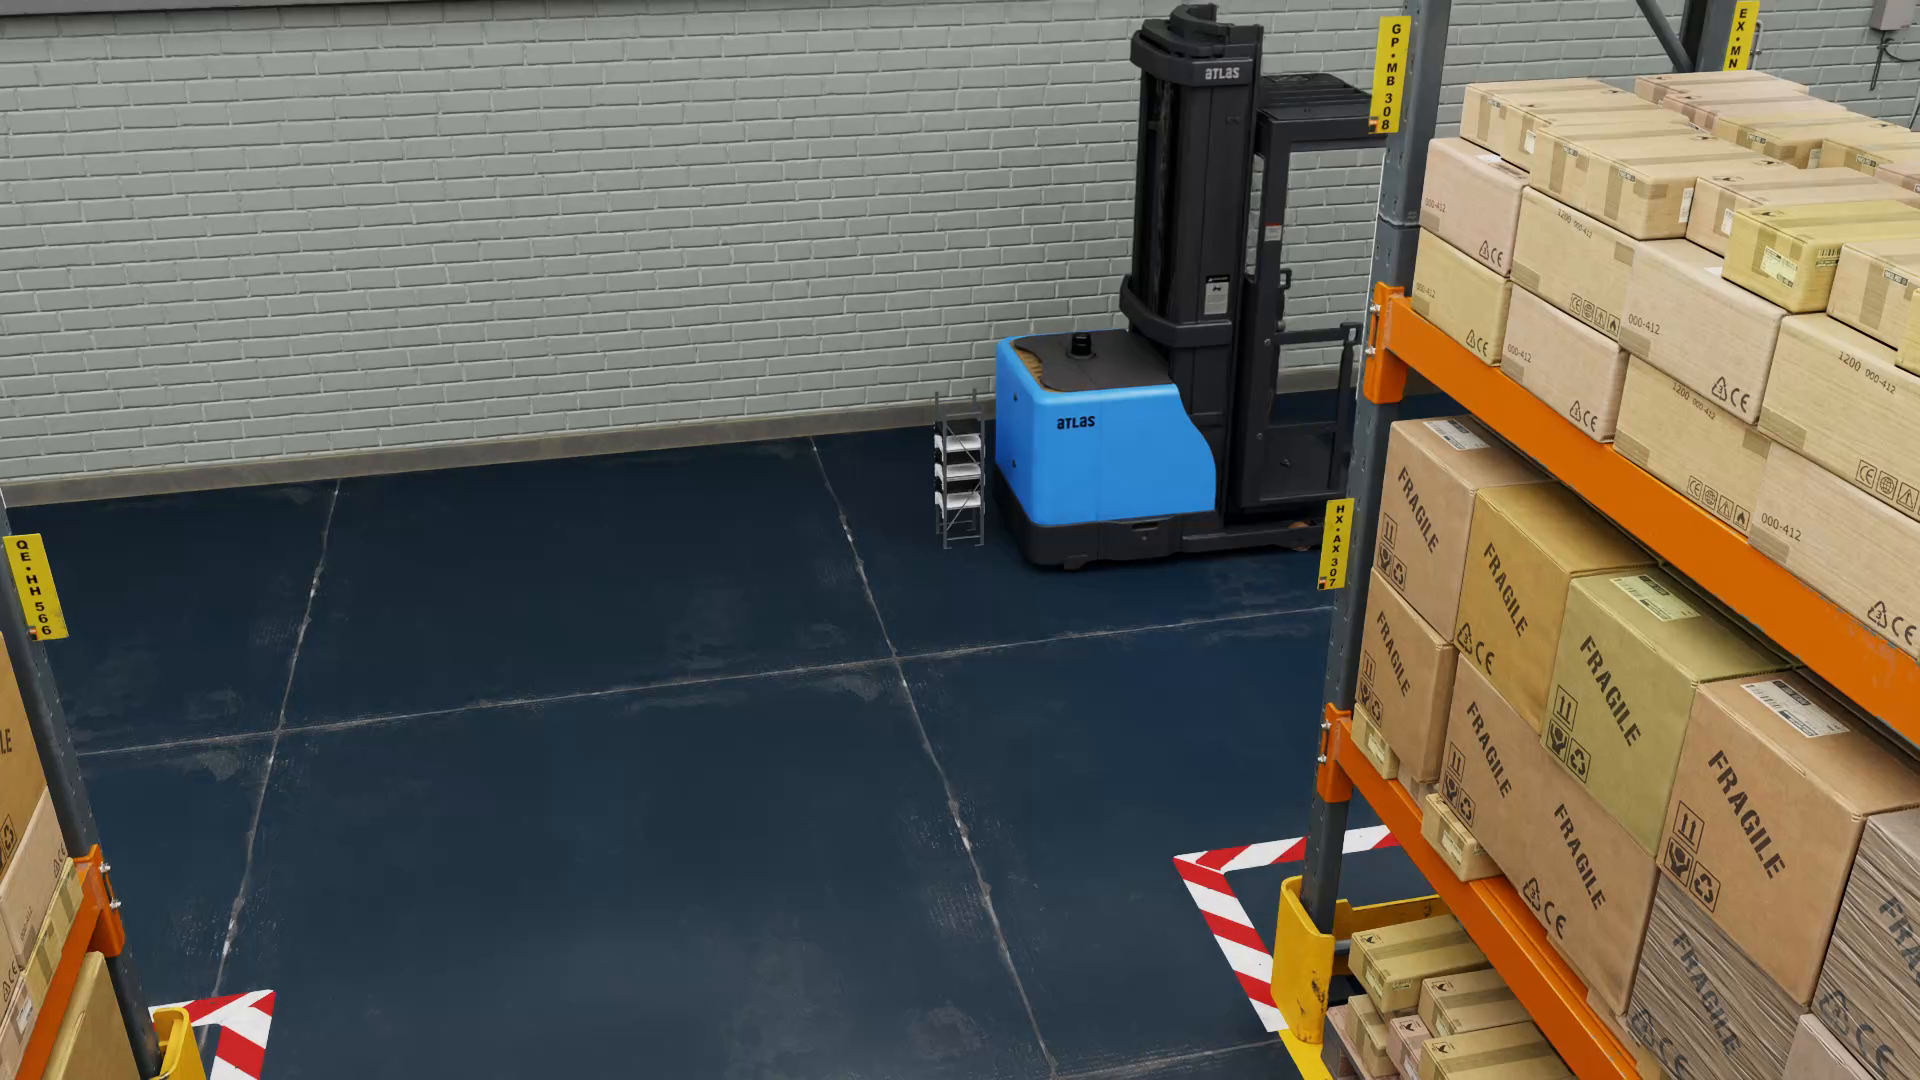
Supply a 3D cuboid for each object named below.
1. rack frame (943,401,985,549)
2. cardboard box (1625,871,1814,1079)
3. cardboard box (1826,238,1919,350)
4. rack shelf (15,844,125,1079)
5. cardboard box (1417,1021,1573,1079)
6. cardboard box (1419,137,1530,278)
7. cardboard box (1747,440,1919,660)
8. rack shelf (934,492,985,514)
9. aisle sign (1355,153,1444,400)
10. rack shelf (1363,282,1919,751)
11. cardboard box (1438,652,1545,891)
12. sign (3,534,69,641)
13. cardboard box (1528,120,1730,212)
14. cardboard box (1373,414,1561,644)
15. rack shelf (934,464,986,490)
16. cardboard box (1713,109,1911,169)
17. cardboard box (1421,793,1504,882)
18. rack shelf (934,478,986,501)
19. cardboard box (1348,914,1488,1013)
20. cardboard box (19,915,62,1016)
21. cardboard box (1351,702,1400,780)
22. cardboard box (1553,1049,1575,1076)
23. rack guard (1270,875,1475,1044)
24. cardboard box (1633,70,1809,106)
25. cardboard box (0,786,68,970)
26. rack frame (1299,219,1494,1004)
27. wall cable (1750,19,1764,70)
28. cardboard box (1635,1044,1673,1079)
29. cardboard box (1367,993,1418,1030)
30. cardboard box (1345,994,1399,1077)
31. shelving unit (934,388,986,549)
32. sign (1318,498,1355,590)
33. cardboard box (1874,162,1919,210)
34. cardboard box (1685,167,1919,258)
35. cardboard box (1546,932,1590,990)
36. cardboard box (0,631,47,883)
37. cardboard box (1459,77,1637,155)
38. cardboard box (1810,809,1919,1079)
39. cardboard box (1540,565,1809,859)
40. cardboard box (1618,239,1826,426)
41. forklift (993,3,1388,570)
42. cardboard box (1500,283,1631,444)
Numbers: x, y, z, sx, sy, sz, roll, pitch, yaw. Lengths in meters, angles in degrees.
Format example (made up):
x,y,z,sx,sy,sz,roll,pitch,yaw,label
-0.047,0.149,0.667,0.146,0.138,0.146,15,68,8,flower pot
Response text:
x,y,z,sx,sy,sz,roll,pitch,yaw,label
0.021,-0.361,9.466,0.240,0.900,0.006,-6,27,-12,rack frame
1.956,1.065,3.869,0.500,0.500,0.500,-7,28,-13,cardboard box
1.932,-0.477,3.207,0.380,0.149,0.250,-5,27,-10,cardboard box
-2.645,2.004,3.248,1.077,0.370,4.000,-6,27,-12,rack shelf
1.658,1.663,5.165,0.380,0.149,0.250,-6,27,-12,cardboard box
1.607,-0.926,4.538,0.500,0.250,0.500,-6,27,-11,cardboard box
1.960,-0.019,3.296,0.500,0.250,0.500,-6,27,-12,cardboard box
-0.002,-0.215,9.650,0.258,0.077,0.200,-6,27,-12,rack shelf
1.451,-0.816,5.153,0.394,0.787,0.004,-6,27,-12,aisle sign
2.210,0.206,3.482,1.077,0.370,4.000,-6,27,-12,rack shelf
1.737,0.626,4.740,0.500,0.500,0.500,-6,27,-11,cardboard box
-2.564,0.134,4.609,0.100,0.325,0.005,-6,27,-12,sign
1.641,-0.922,4.088,0.380,0.149,0.250,-6,27,-12,cardboard box
1.602,-0.054,4.977,0.500,0.500,0.500,-6,27,-12,cardboard box
-0.002,-0.376,9.569,0.258,0.077,0.200,-6,27,-12,rack shelf
2.139,-0.980,4.204,0.380,0.149,0.250,-7,28,-13,cardboard box
1.619,0.865,4.987,0.380,0.149,0.250,-7,28,-13,cardboard box
-0.002,-0.295,9.610,0.258,0.077,0.200,-6,27,-12,rack shelf
1.546,1.430,5.625,0.380,0.149,0.250,-7,28,-14,cardboard box
-2.634,1.154,4.413,0.380,0.149,0.250,-6,27,-11,cardboard box
1.513,0.634,5.445,0.380,0.149,0.250,-6,27,-12,cardboard box
1.775,1.779,5.264,0.380,0.149,0.250,-6,27,-11,cardboard box
1.777,1.495,6.233,1.175,0.500,0.348,-6,27,-12,rack guard
2.121,-1.211,4.661,0.380,0.149,0.250,-6,27,-12,cardboard box
-2.728,0.925,4.424,0.500,0.250,0.500,-6,27,-12,cardboard box
1.759,0.346,5.736,1.000,3.000,0.127,-6,27,-12,rack frame
5.266,-3.142,11.483,0.585,1.953,0.123,-6,27,-12,wall cable
1.914,1.313,4.098,0.380,0.149,0.250,-5,27,-10,cardboard box
1.627,1.554,5.709,0.380,0.149,0.250,-5,27,-9,cardboard box
1.566,1.694,5.763,0.380,0.149,0.250,-5,27,-11,cardboard box
-0.002,-0.405,9.554,0.258,0.900,0.210,-6,27,-12,shelving unit
1.231,0.015,5.431,0.100,0.325,0.005,-6,27,-12,sign
2.303,-0.758,3.763,0.380,0.149,0.250,-7,28,-13,cardboard box
1.856,-0.713,3.673,0.380,0.149,0.250,-5,27,-10,cardboard box
1.848,1.086,4.548,0.380,0.149,0.250,-6,27,-12,cardboard box
-2.730,0.592,4.253,0.500,0.500,0.500,-6,27,-11,cardboard box
1.611,-1.162,4.564,0.380,0.149,0.250,-6,27,-12,cardboard box
2.068,0.847,3.193,0.500,0.500,0.500,-5,27,-10,cardboard box
1.817,0.398,4.082,0.500,0.500,0.500,-7,28,-13,cardboard box
1.826,-0.478,3.651,0.500,0.250,0.500,-6,27,-11,cardboard box
1.771,-1.470,9.409,3.031,2.935,1.130,-6,27,-11,forklift
1.726,-0.472,4.193,0.500,0.250,0.500,-5,27,-10,cardboard box
